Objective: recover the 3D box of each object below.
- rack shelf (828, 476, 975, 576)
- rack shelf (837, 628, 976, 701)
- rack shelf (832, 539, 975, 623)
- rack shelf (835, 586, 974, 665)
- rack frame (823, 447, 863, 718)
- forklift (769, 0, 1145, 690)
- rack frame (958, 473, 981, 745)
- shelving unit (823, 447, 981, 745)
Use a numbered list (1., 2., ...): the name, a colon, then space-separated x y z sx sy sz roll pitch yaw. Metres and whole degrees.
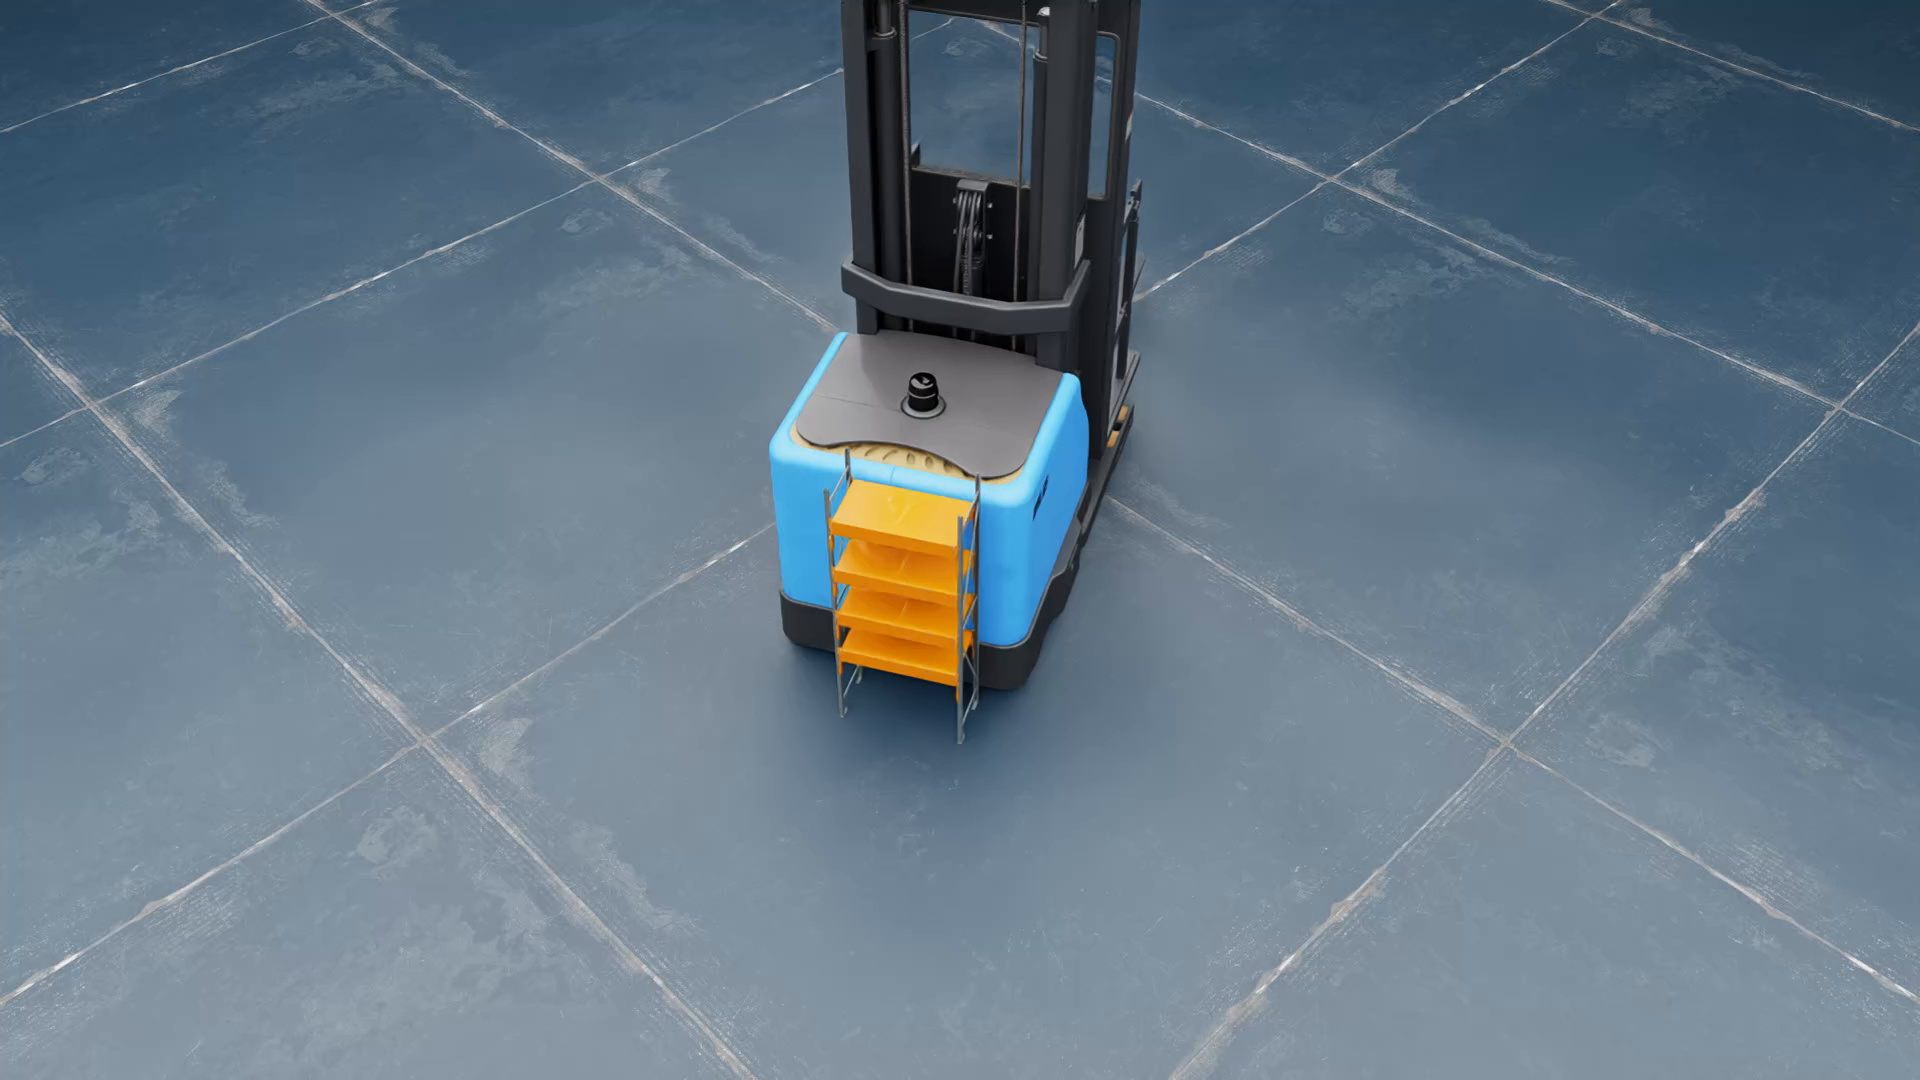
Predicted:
1. rack shelf: -0.201 -0.053 5.961 0.480 0.148 0.258 11 44 12
2. rack shelf: -0.201 0.431 6.409 0.480 0.148 0.258 11 44 12
3. rack shelf: -0.201 0.121 6.122 0.480 0.148 0.258 11 44 12
4. rack shelf: -0.201 0.285 6.274 0.480 0.148 0.258 11 44 12
5. rack frame: -0.435 0.188 6.279 0.015 1.200 0.240 11 44 12
6. forklift: 0.191 -1.496 6.827 1.130 2.935 3.031 12 44 13
7. rack frame: 0.033 0.283 6.177 0.015 1.200 0.240 11 44 12
8. shelving unit: -0.201 0.236 6.228 0.503 1.200 0.258 11 44 12
